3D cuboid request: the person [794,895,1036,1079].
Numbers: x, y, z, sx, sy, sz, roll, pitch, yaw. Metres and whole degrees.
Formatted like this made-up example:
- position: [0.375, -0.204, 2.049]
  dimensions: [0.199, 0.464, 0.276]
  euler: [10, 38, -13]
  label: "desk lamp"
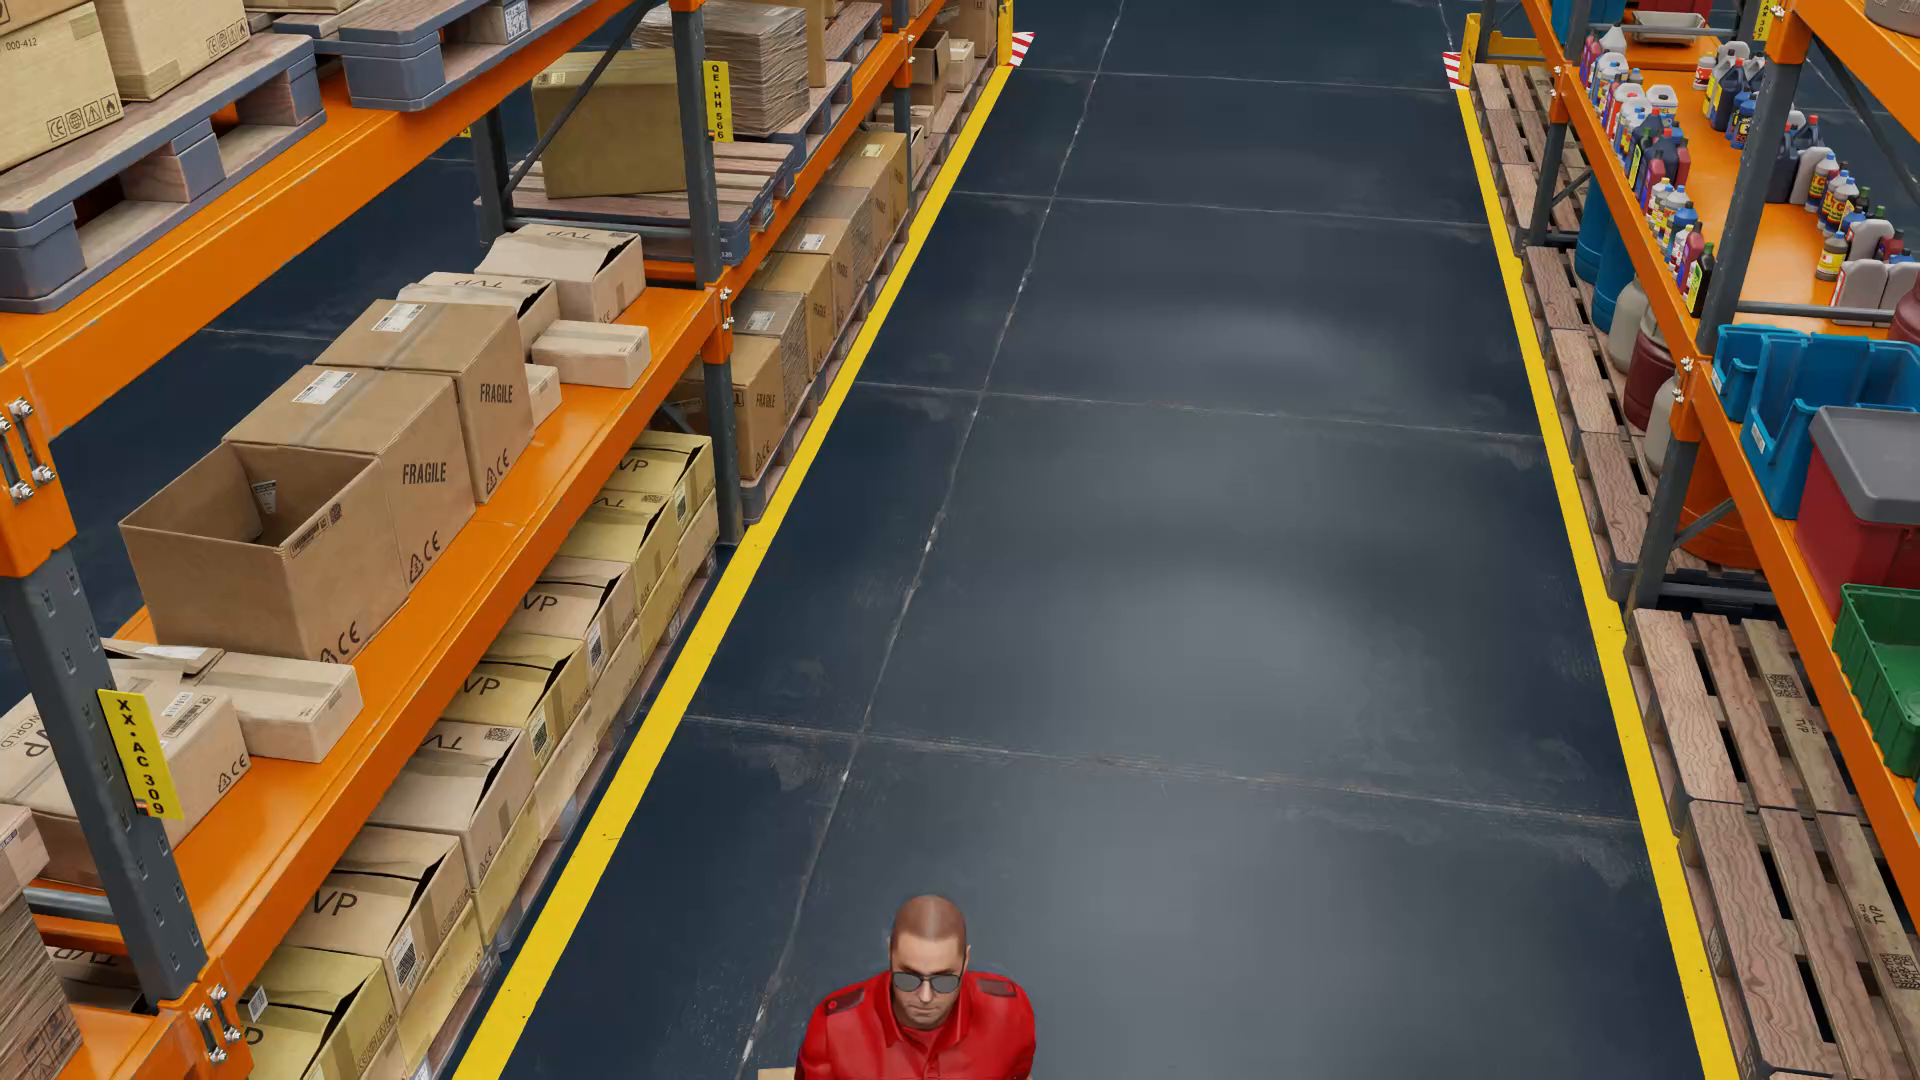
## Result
- position: [-0.101, 1.491, 3.790]
  dimensions: [0.554, 1.672, 1.062]
  euler: [-2, 32, -2]
  label: "person"
